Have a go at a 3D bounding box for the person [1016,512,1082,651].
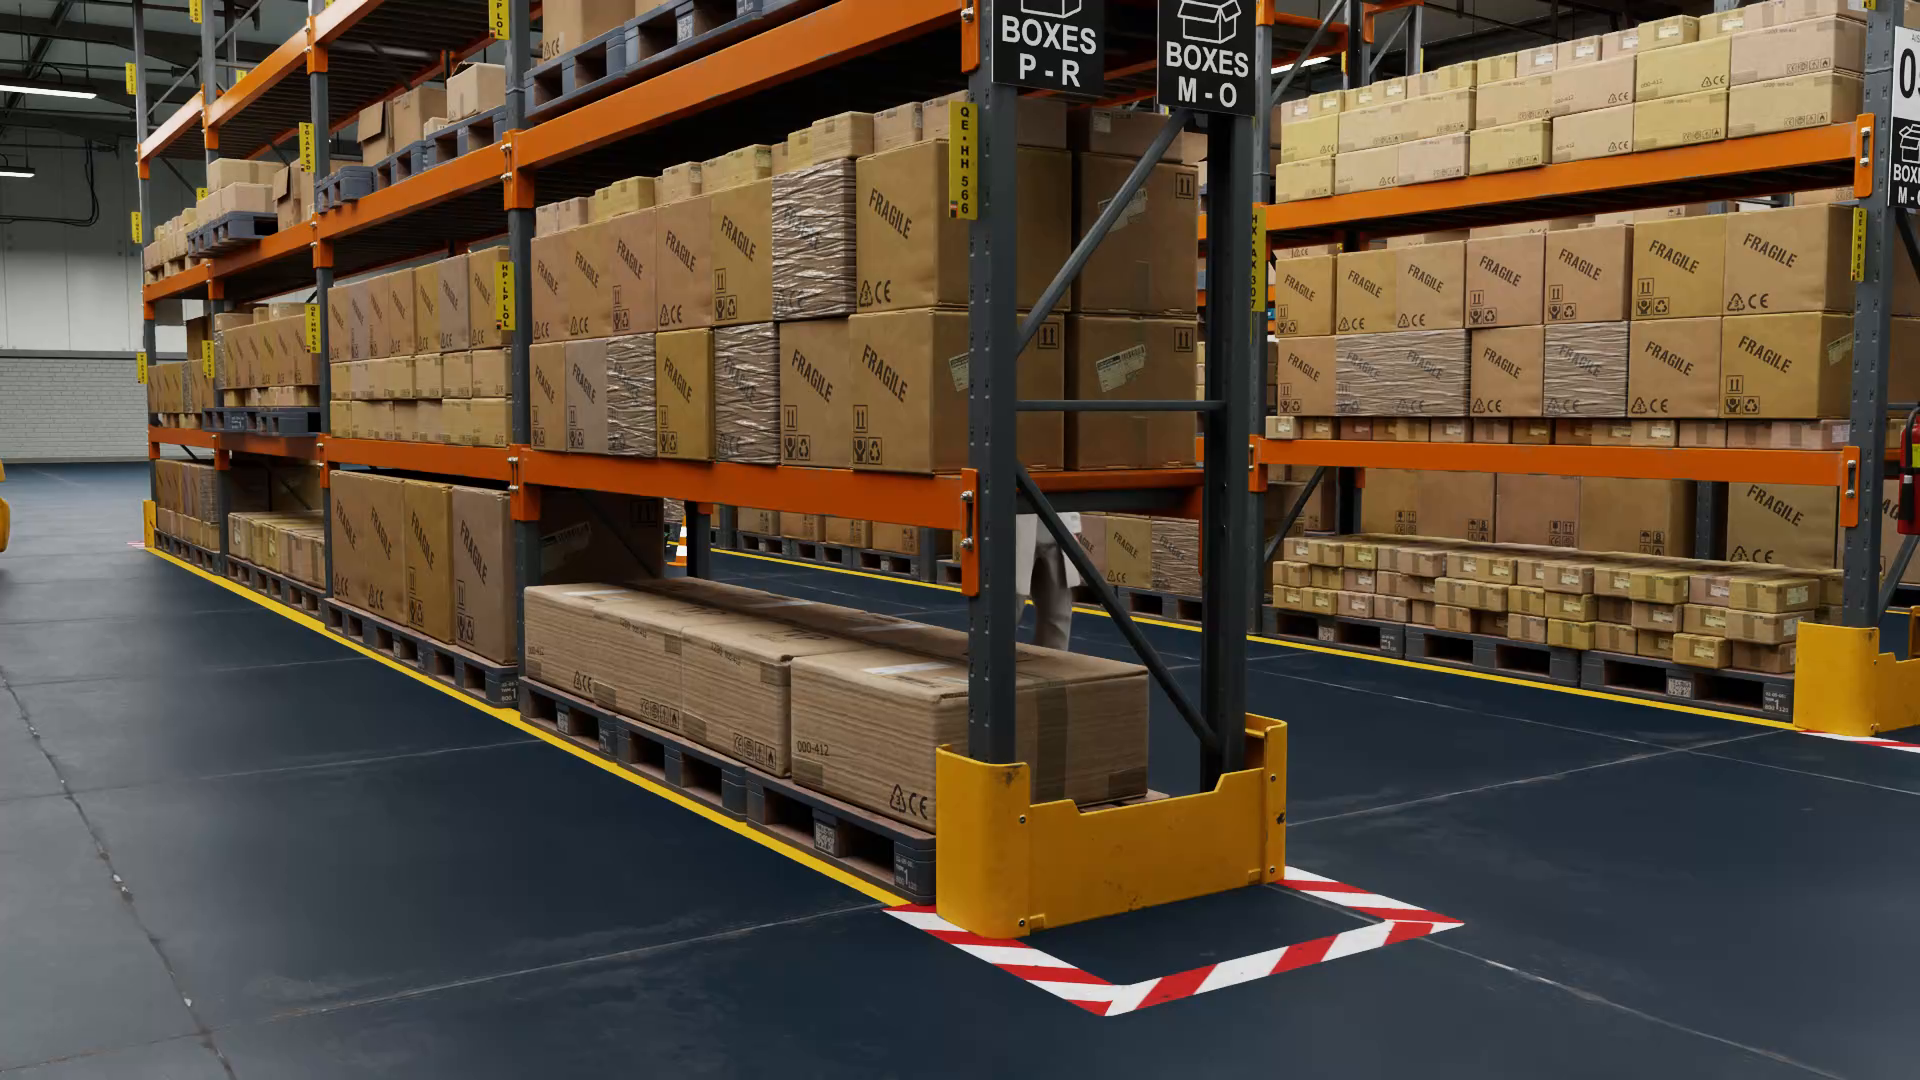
[{"bbox_3d":[0.328,0.028,7.742,0.575,1.831,0.482,-3,5,-33],"label":"person"}]
